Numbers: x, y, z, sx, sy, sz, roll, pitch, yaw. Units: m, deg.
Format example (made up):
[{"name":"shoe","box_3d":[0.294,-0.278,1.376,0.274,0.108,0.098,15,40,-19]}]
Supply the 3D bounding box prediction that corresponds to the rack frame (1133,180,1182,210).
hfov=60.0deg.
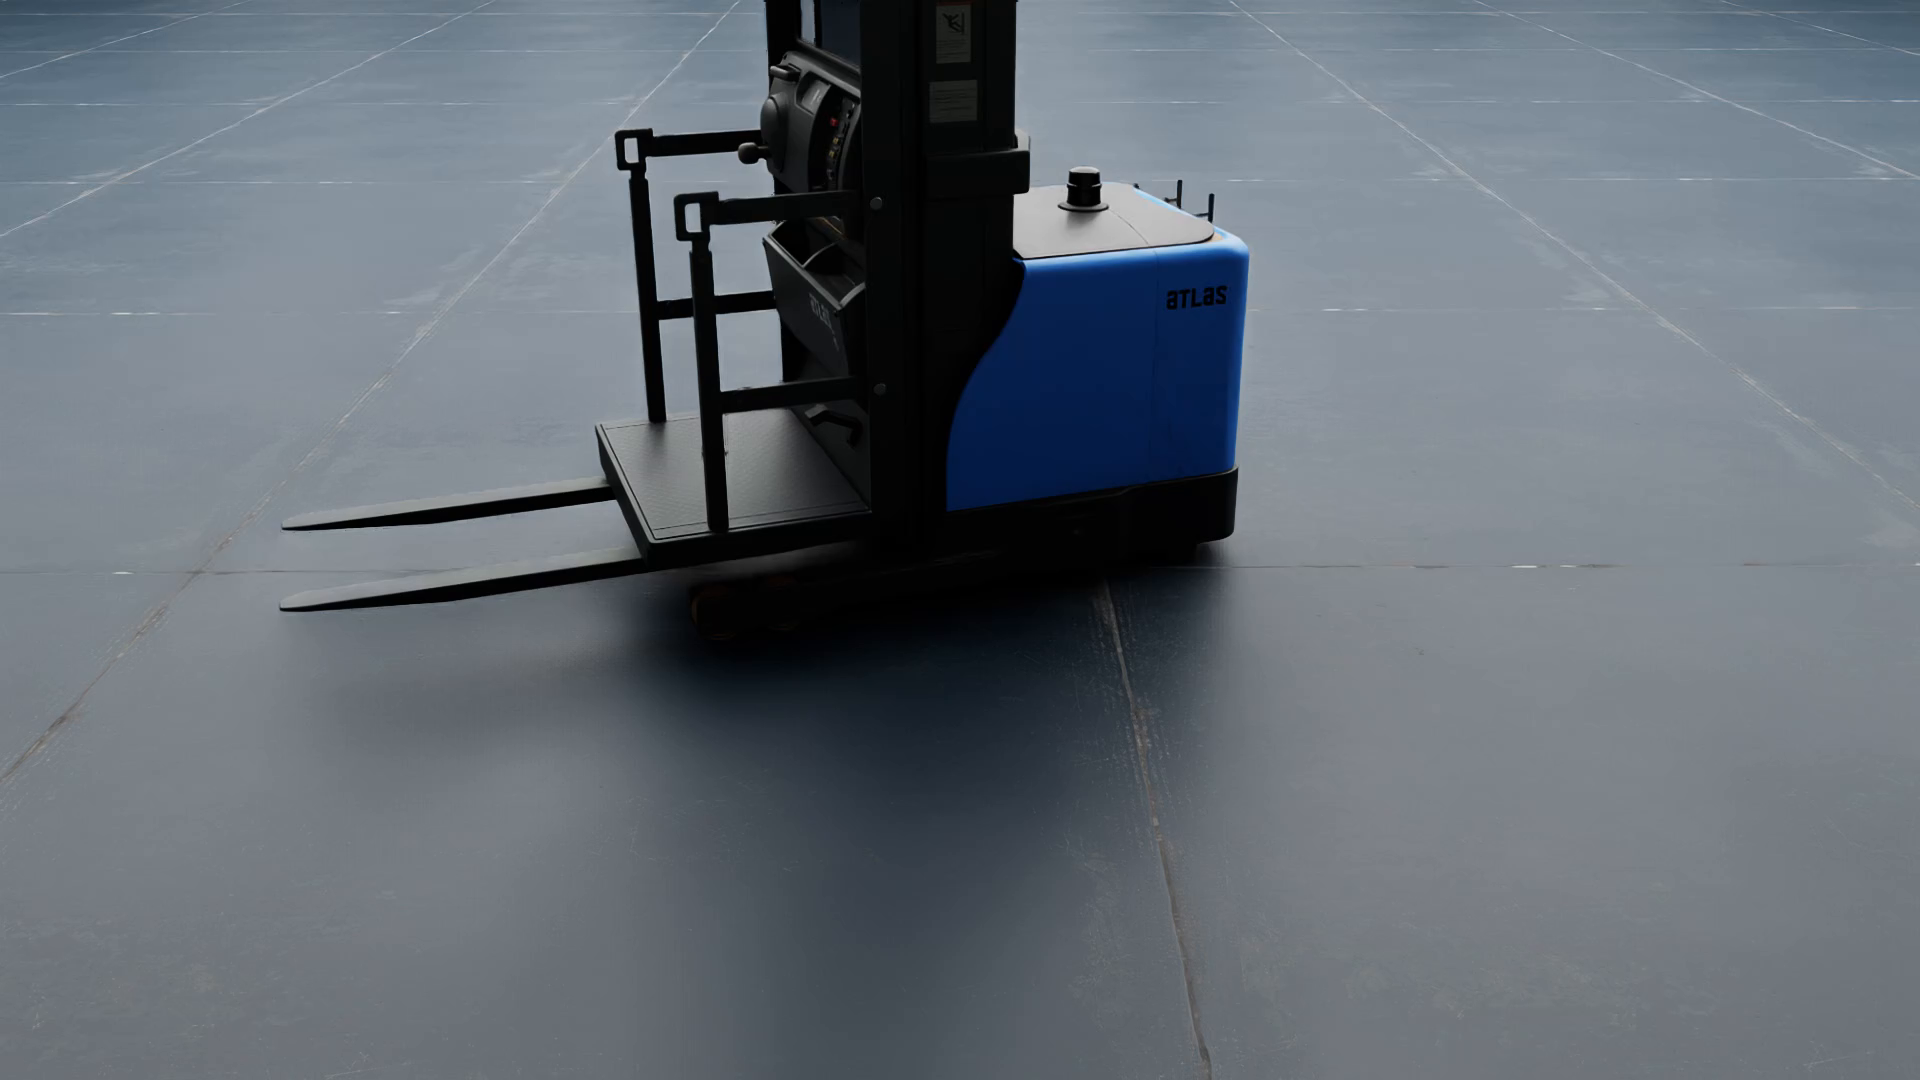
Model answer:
[{"name":"rack frame","box_3d":[0.727,-0.838,6.329,0.200,1.050,0.008,-9,26,-19]}]

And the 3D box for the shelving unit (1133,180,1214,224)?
[{"name":"shelving unit","box_3d":[0.770,-0.791,6.225,0.215,1.050,0.252,-9,26,-19]}]

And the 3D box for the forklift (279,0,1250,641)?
[{"name":"forklift","box_3d":[-0.640,-1.274,5.011,3.031,2.935,1.130,-8,26,-18]}]

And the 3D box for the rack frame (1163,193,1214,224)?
[{"name":"rack frame","box_3d":[0.813,-0.744,6.121,0.200,1.050,0.008,-9,26,-19]}]
